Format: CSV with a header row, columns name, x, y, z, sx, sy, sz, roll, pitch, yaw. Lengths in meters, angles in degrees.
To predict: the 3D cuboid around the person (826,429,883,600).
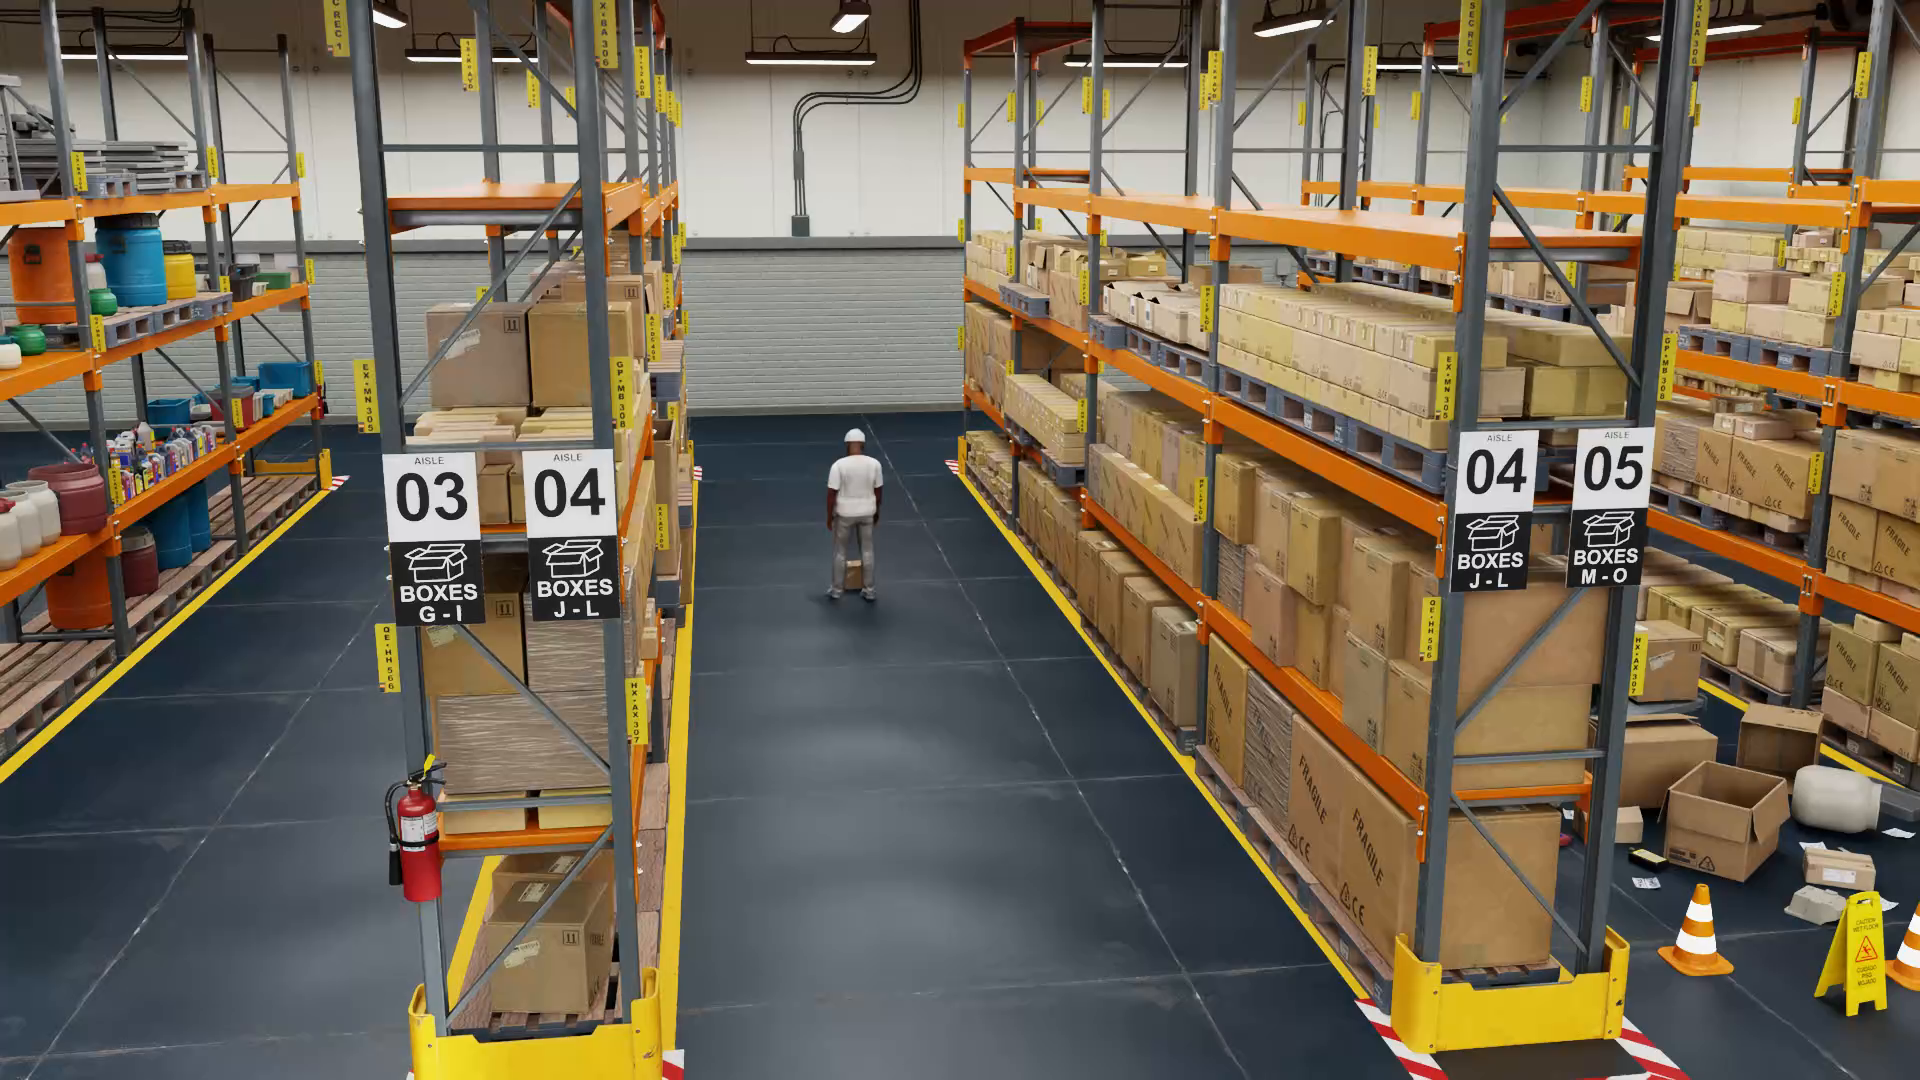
name,x,y,z,sx,sy,sz,roll,pitch,yaw
person,-1.088,-0.265,17.052,0.590,1.781,0.509,-4,14,-15
